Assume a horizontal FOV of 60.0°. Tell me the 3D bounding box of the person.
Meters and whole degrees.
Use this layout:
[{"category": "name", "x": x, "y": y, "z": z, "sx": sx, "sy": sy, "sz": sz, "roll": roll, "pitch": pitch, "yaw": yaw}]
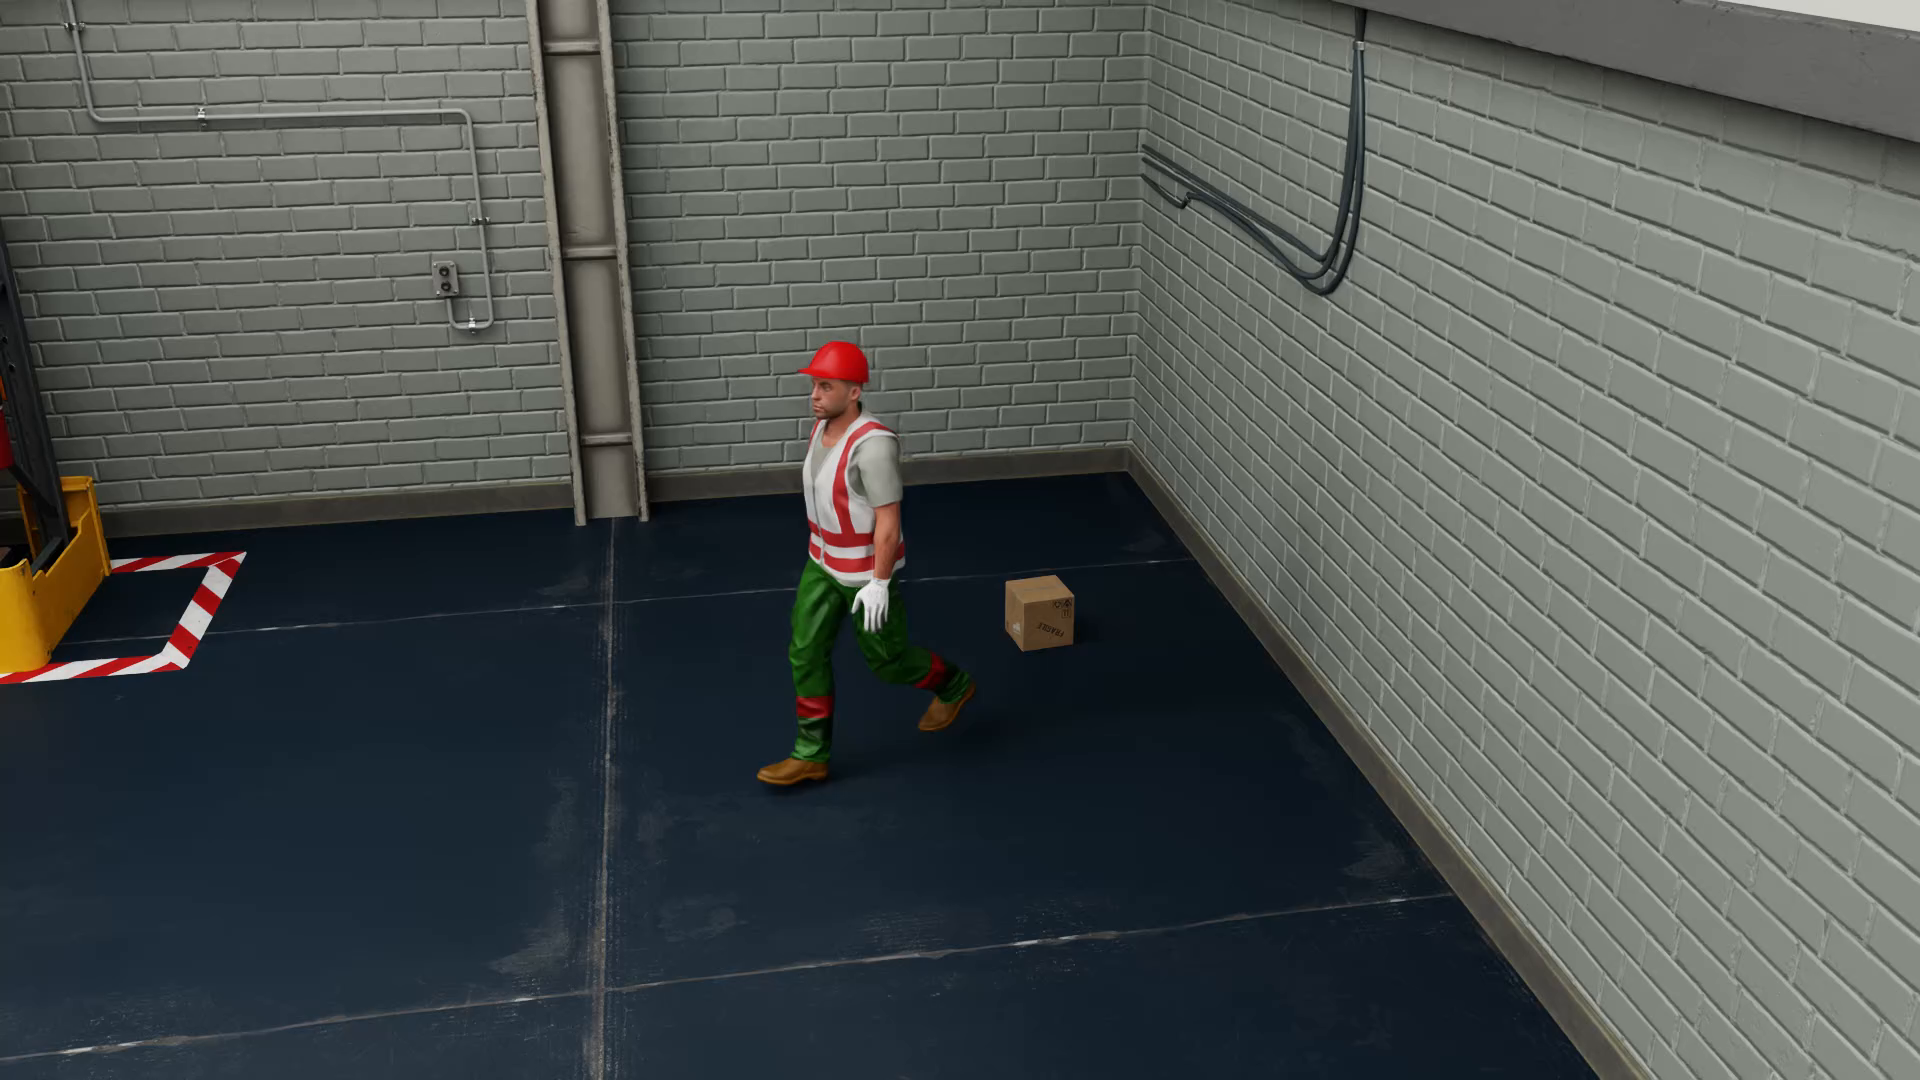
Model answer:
[{"category": "person", "x": -0.352, "y": 0.085, "z": 6.367, "sx": 0.974, "sy": 1.758, "sz": 0.571, "roll": -17, "pitch": 28, "yaw": -34}]
